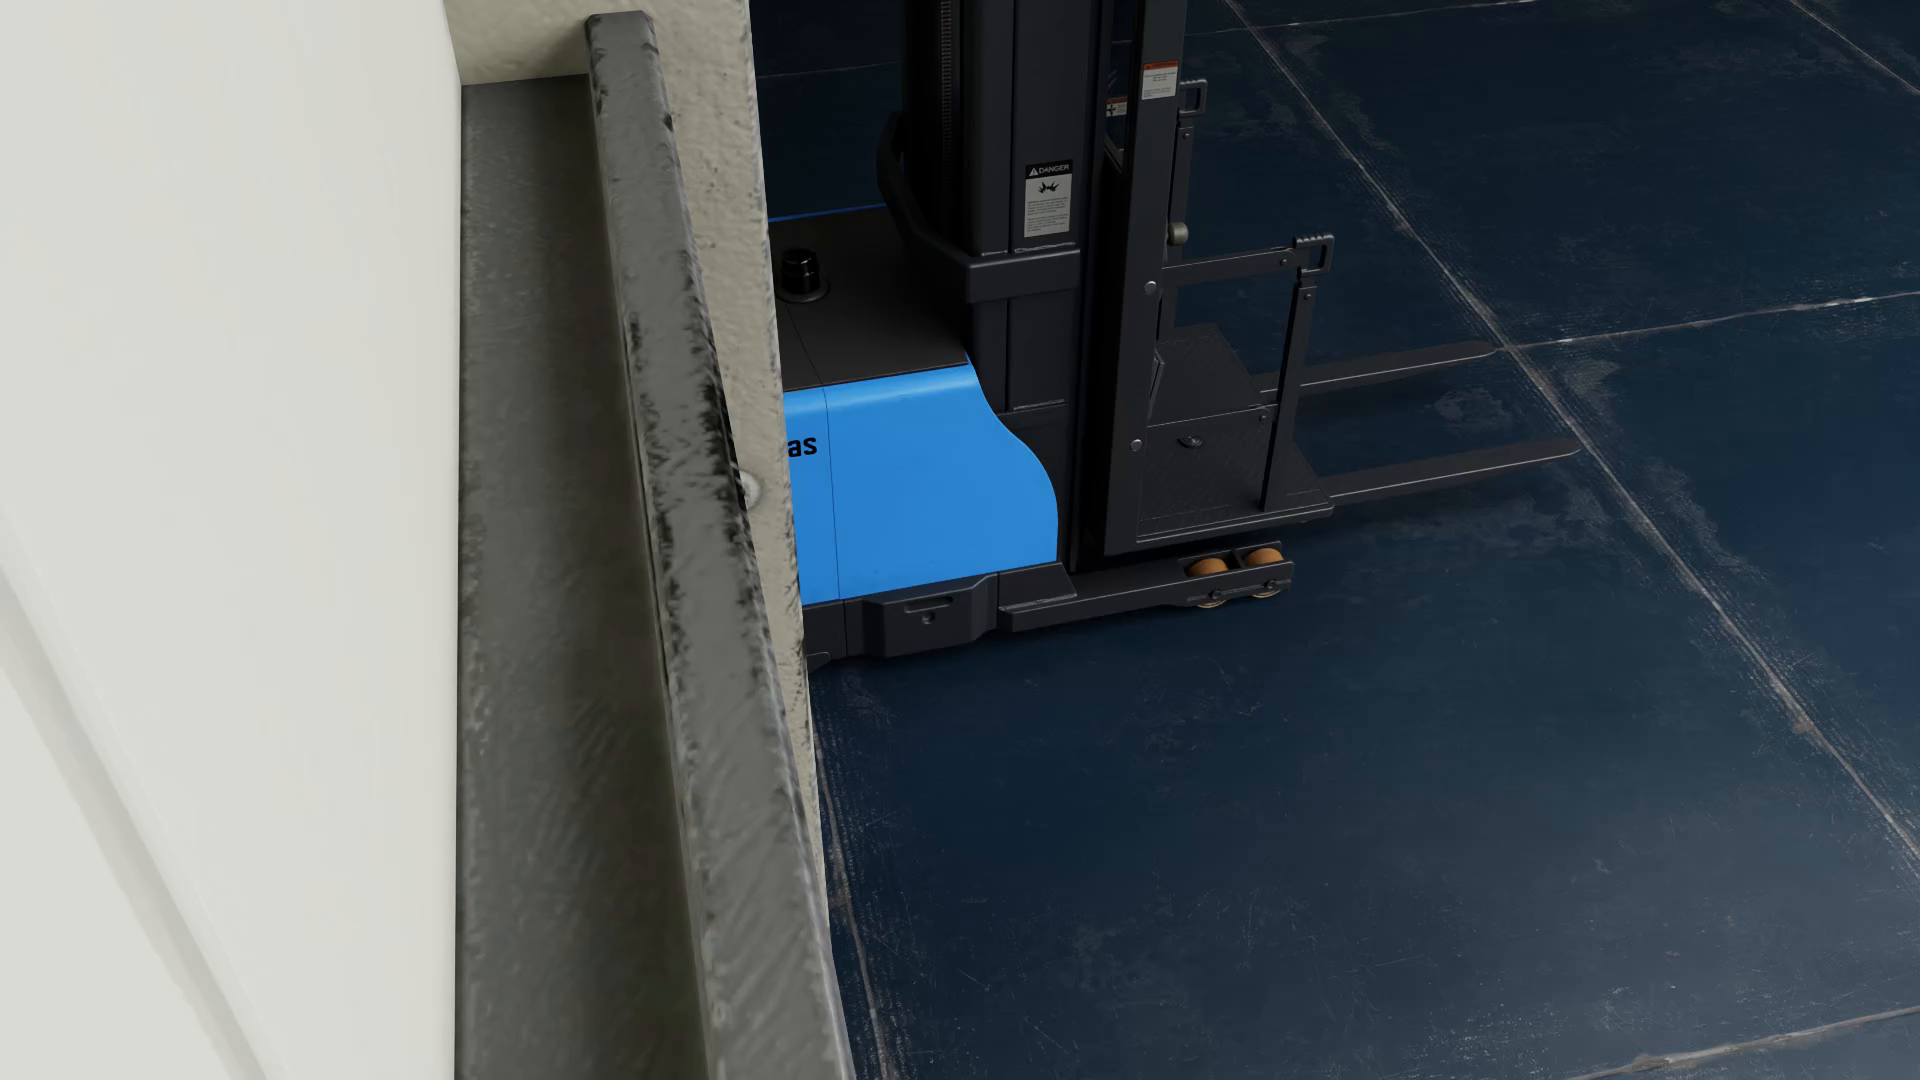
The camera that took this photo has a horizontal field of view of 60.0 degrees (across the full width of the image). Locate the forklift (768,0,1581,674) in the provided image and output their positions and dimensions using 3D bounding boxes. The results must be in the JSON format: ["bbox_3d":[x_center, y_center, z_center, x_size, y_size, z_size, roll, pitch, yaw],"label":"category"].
[{"bbox_3d":[0.610,-1.202,4.897,3.031,2.935,1.130,-10,43,-11],"label":"forklift"}]
